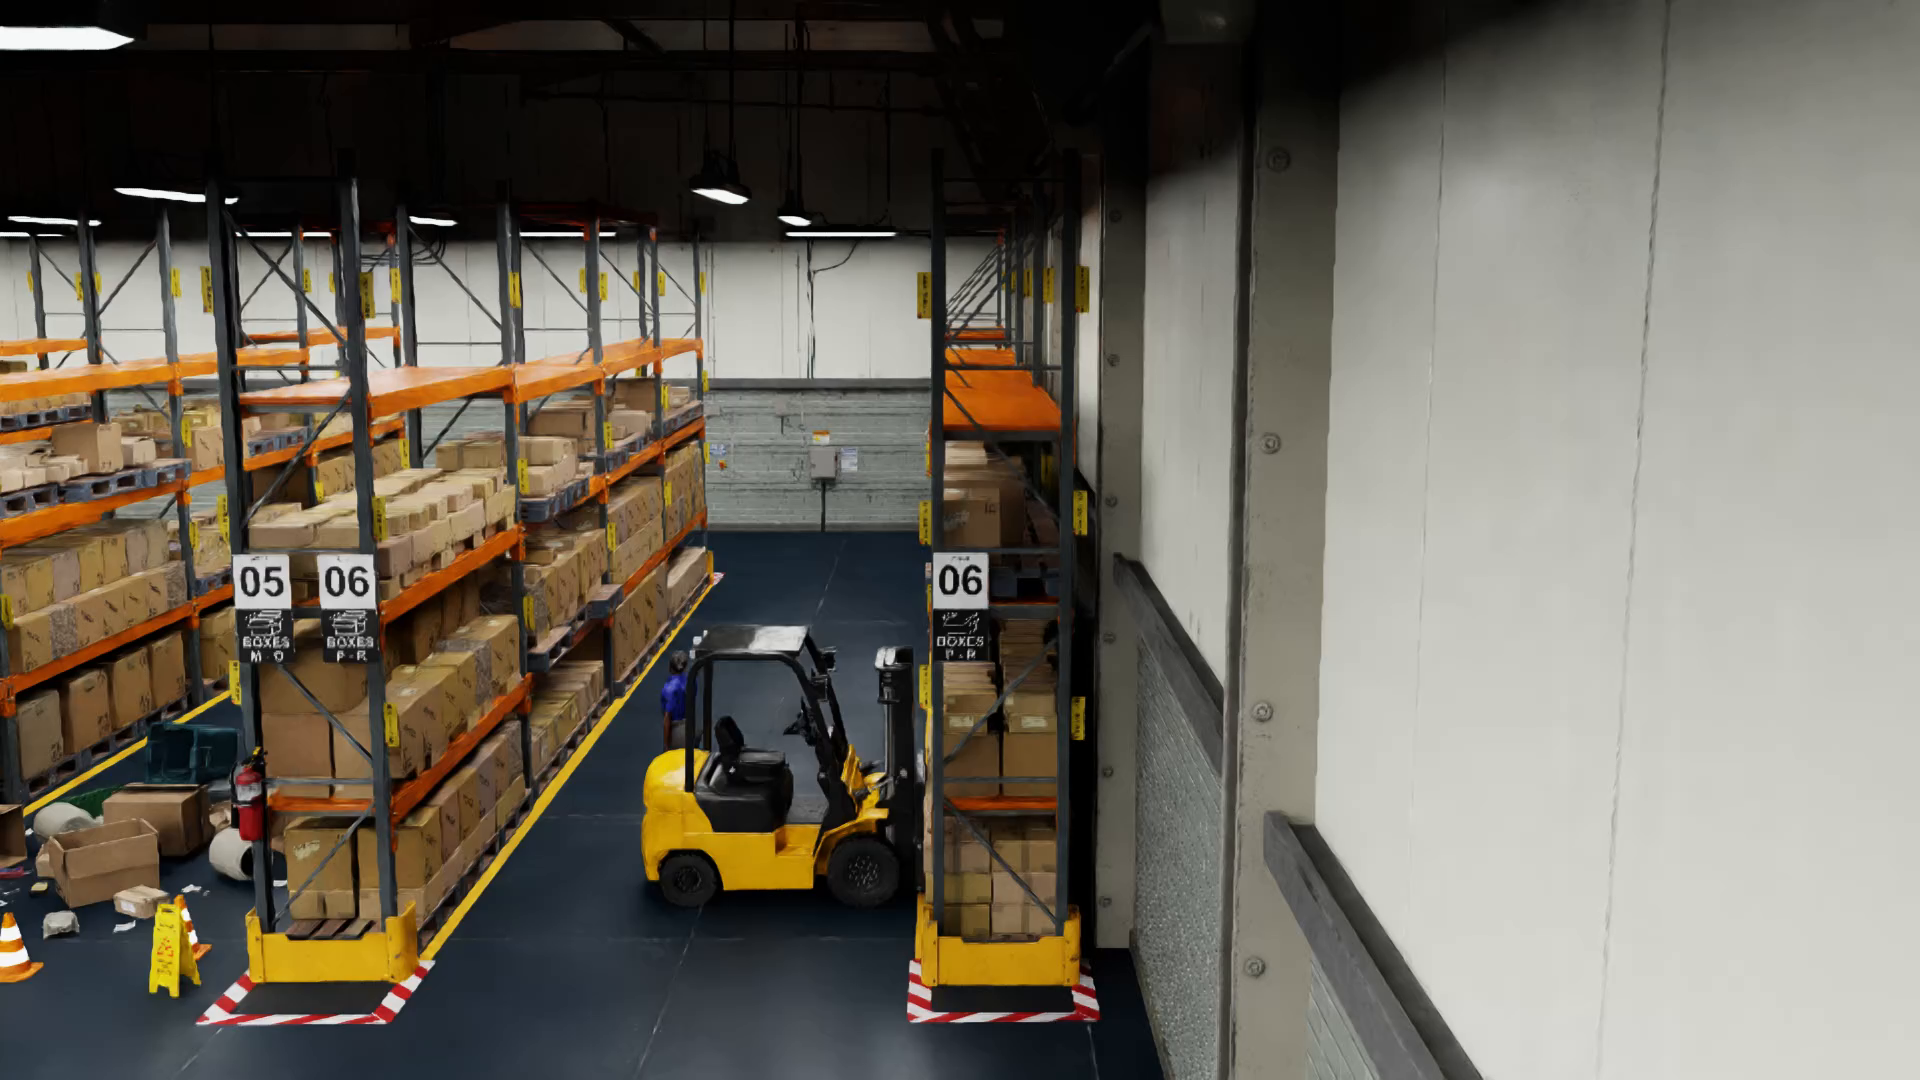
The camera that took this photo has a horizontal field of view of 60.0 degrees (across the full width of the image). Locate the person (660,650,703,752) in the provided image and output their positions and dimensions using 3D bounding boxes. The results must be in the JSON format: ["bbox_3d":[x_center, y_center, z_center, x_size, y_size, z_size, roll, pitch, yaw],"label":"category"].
[{"bbox_3d":[-2.667,1.857,15.663,0.467,1.650,0.497,5,10,29],"label":"person"}]
